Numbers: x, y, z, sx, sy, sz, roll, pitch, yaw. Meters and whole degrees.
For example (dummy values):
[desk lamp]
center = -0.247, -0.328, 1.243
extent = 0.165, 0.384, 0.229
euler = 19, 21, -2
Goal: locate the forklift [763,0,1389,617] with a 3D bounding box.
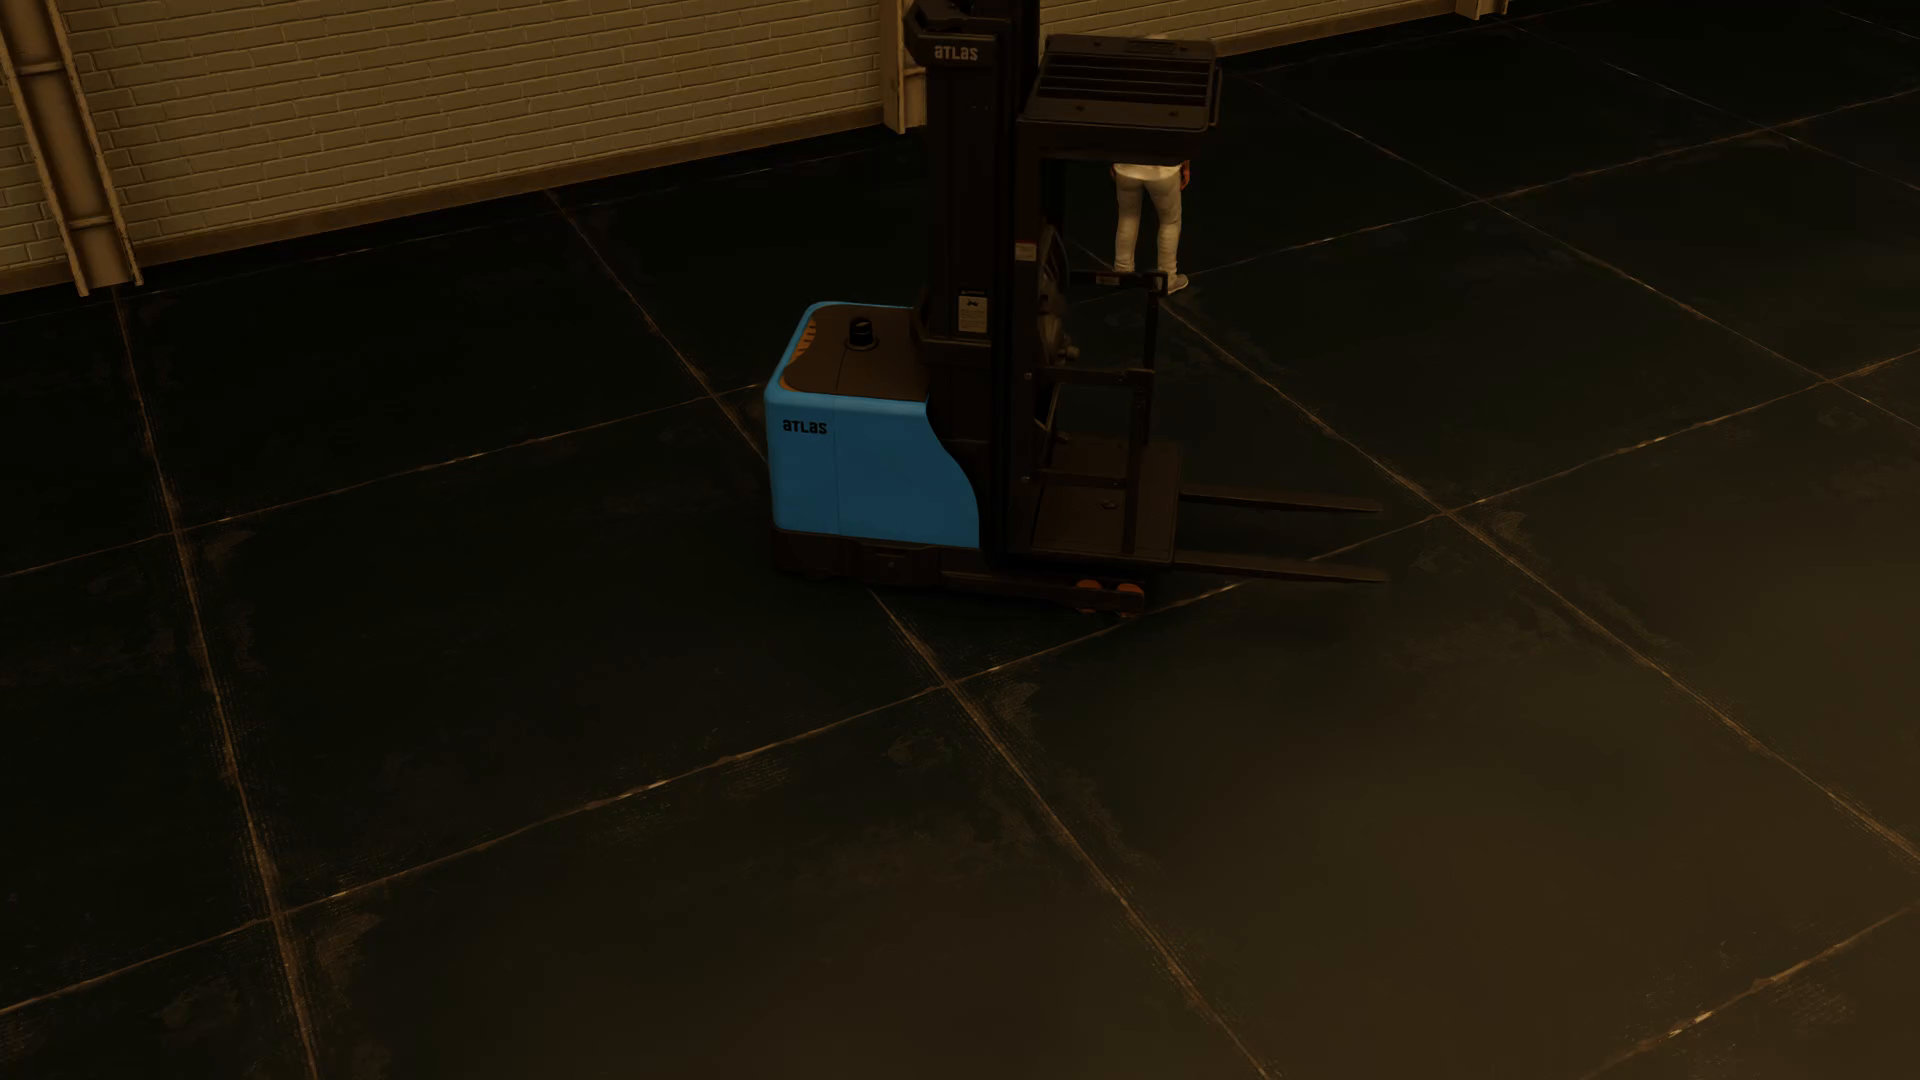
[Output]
[forklift]
center = 0.620, -1.150, 7.750
extent = 3.031, 2.935, 1.130
euler = 5, 36, 8

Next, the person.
[person]
center = 1.223, -2.381, 10.590
extent = 0.557, 1.665, 0.467
euler = 12, 37, 17
